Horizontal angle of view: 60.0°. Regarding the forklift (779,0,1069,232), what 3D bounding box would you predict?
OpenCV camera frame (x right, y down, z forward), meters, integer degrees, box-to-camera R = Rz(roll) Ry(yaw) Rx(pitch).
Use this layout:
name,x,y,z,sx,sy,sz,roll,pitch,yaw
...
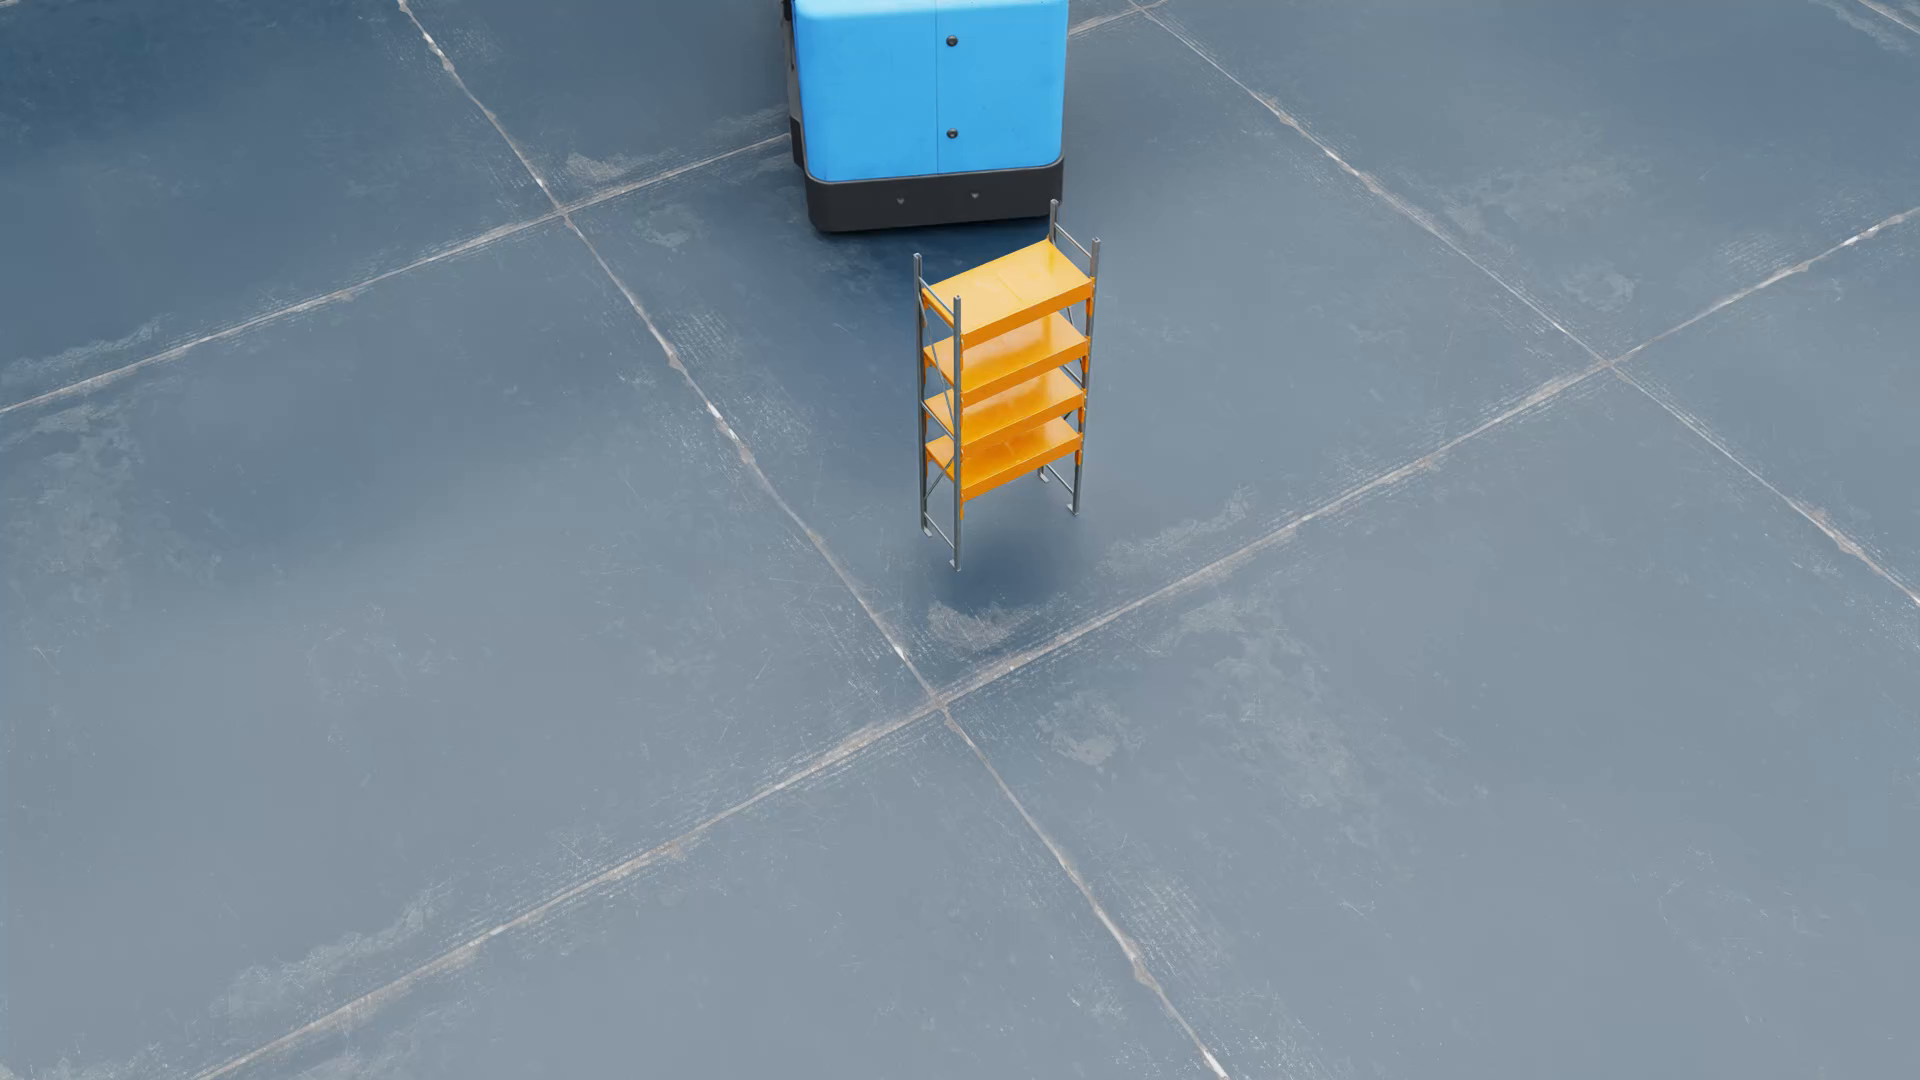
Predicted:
name,x,y,z,sx,sy,sz,roll,pitch,yaw
forklift,-0.274,-3.341,6.763,1.130,2.935,3.031,-5,49,-5

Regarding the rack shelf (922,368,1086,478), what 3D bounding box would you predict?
name,x,y,z,sx,sy,sz,roll,pitch,yaw
rack shelf,0.140,-0.420,5.411,0.480,0.148,0.258,-25,53,-21

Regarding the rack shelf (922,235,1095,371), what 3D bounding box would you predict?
name,x,y,z,sx,sy,sz,roll,pitch,yaw
rack shelf,0.140,-0.726,5.067,0.480,0.148,0.258,-25,53,-21

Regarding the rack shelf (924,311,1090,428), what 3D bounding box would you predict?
name,x,y,z,sx,sy,sz,roll,pitch,yaw
rack shelf,0.140,-0.569,5.244,0.480,0.148,0.258,-25,53,-21

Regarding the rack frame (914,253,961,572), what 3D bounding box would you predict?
name,x,y,z,sx,sy,sz,roll,pitch,yaw
rack frame,-0.066,-0.368,5.274,0.015,1.200,0.240,-25,53,-21

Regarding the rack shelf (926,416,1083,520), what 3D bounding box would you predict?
name,x,y,z,sx,sy,sz,roll,pitch,yaw
rack shelf,0.140,-0.288,5.559,0.480,0.148,0.258,-25,53,-21

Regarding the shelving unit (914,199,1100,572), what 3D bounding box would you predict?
name,x,y,z,sx,sy,sz,roll,pitch,yaw
shelving unit,0.140,-0.465,5.361,0.503,1.200,0.258,-25,53,-21

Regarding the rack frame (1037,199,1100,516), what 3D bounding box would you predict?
name,x,y,z,sx,sy,sz,roll,pitch,yaw
rack frame,0.346,-0.562,5.447,0.015,1.200,0.240,-25,53,-21
